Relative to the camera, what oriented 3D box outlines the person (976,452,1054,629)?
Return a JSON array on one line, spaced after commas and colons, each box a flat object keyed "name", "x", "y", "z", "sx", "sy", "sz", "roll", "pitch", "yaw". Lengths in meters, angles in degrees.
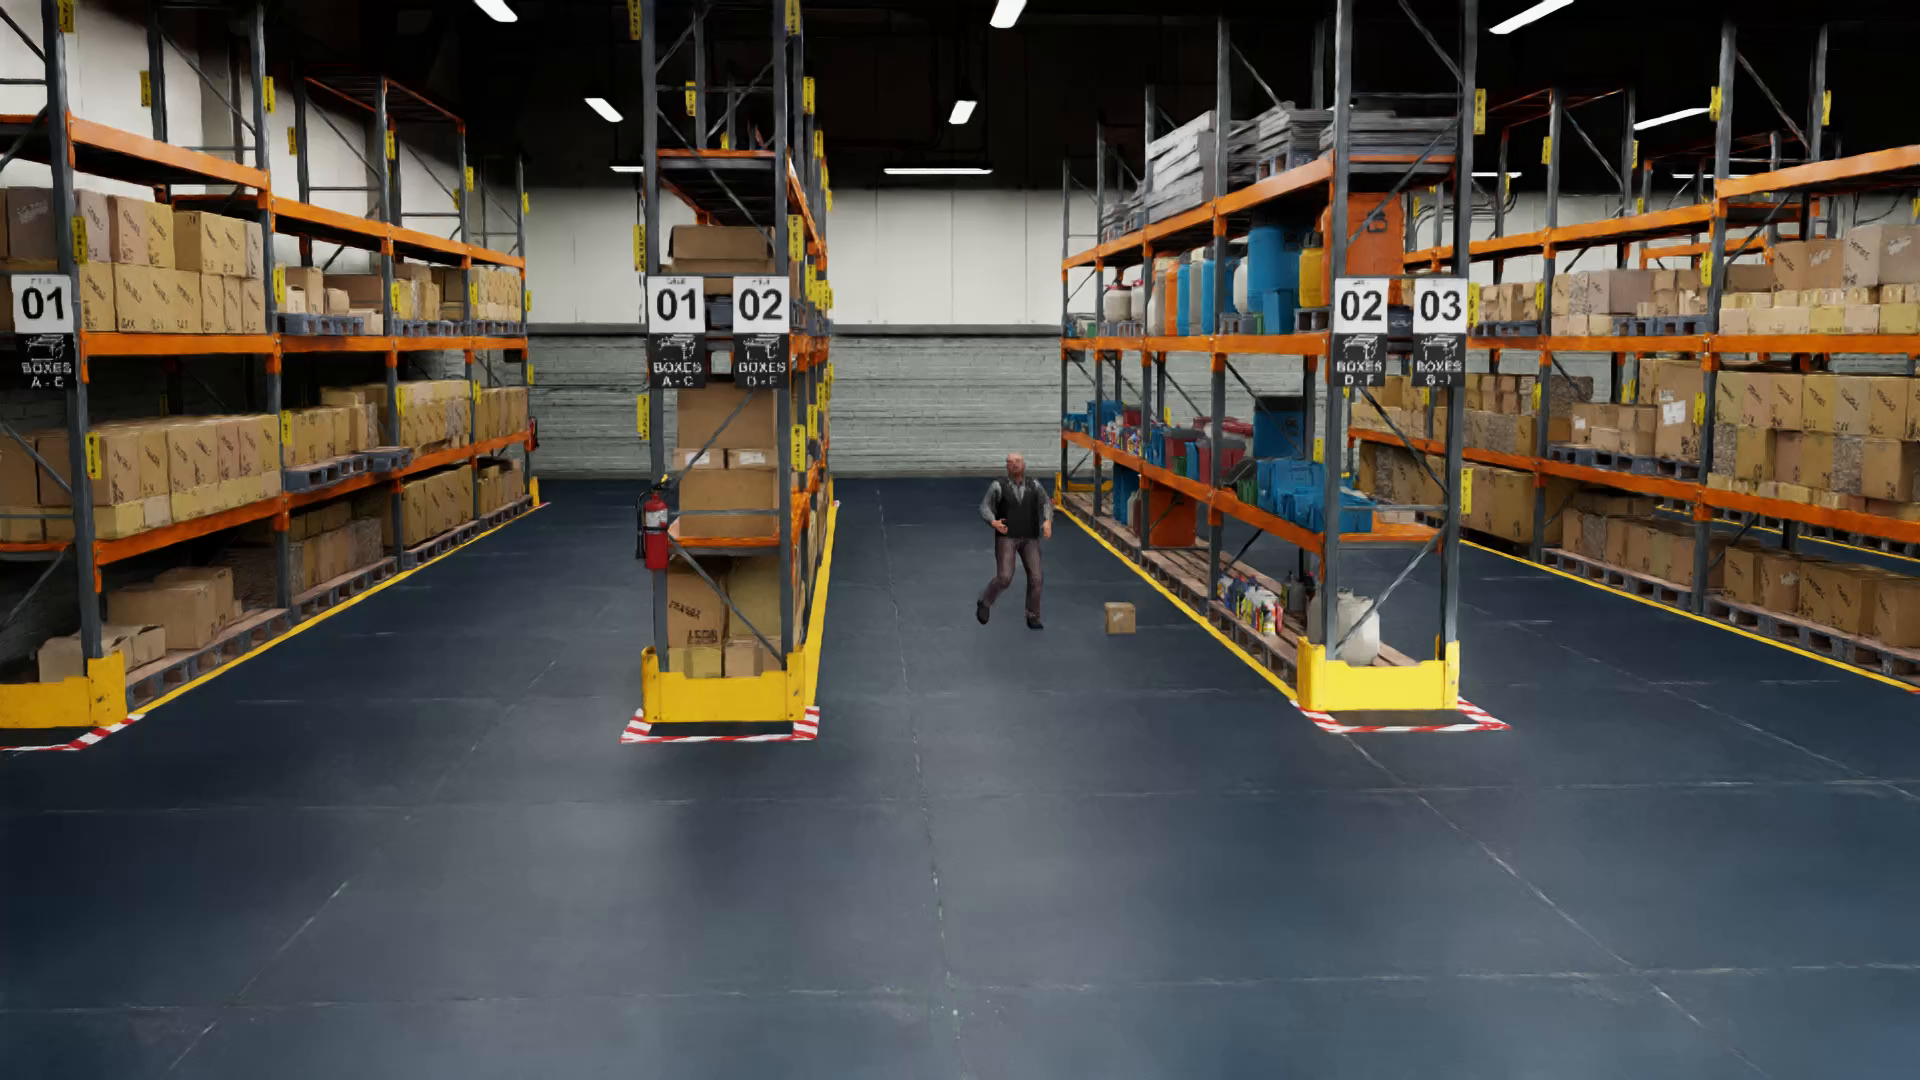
[{"name": "person", "x": 0.555, "y": 0.003, "z": 15.981, "sx": 0.773, "sy": 1.692, "sz": 0.491, "roll": -2, "pitch": 7, "yaw": -15}]
